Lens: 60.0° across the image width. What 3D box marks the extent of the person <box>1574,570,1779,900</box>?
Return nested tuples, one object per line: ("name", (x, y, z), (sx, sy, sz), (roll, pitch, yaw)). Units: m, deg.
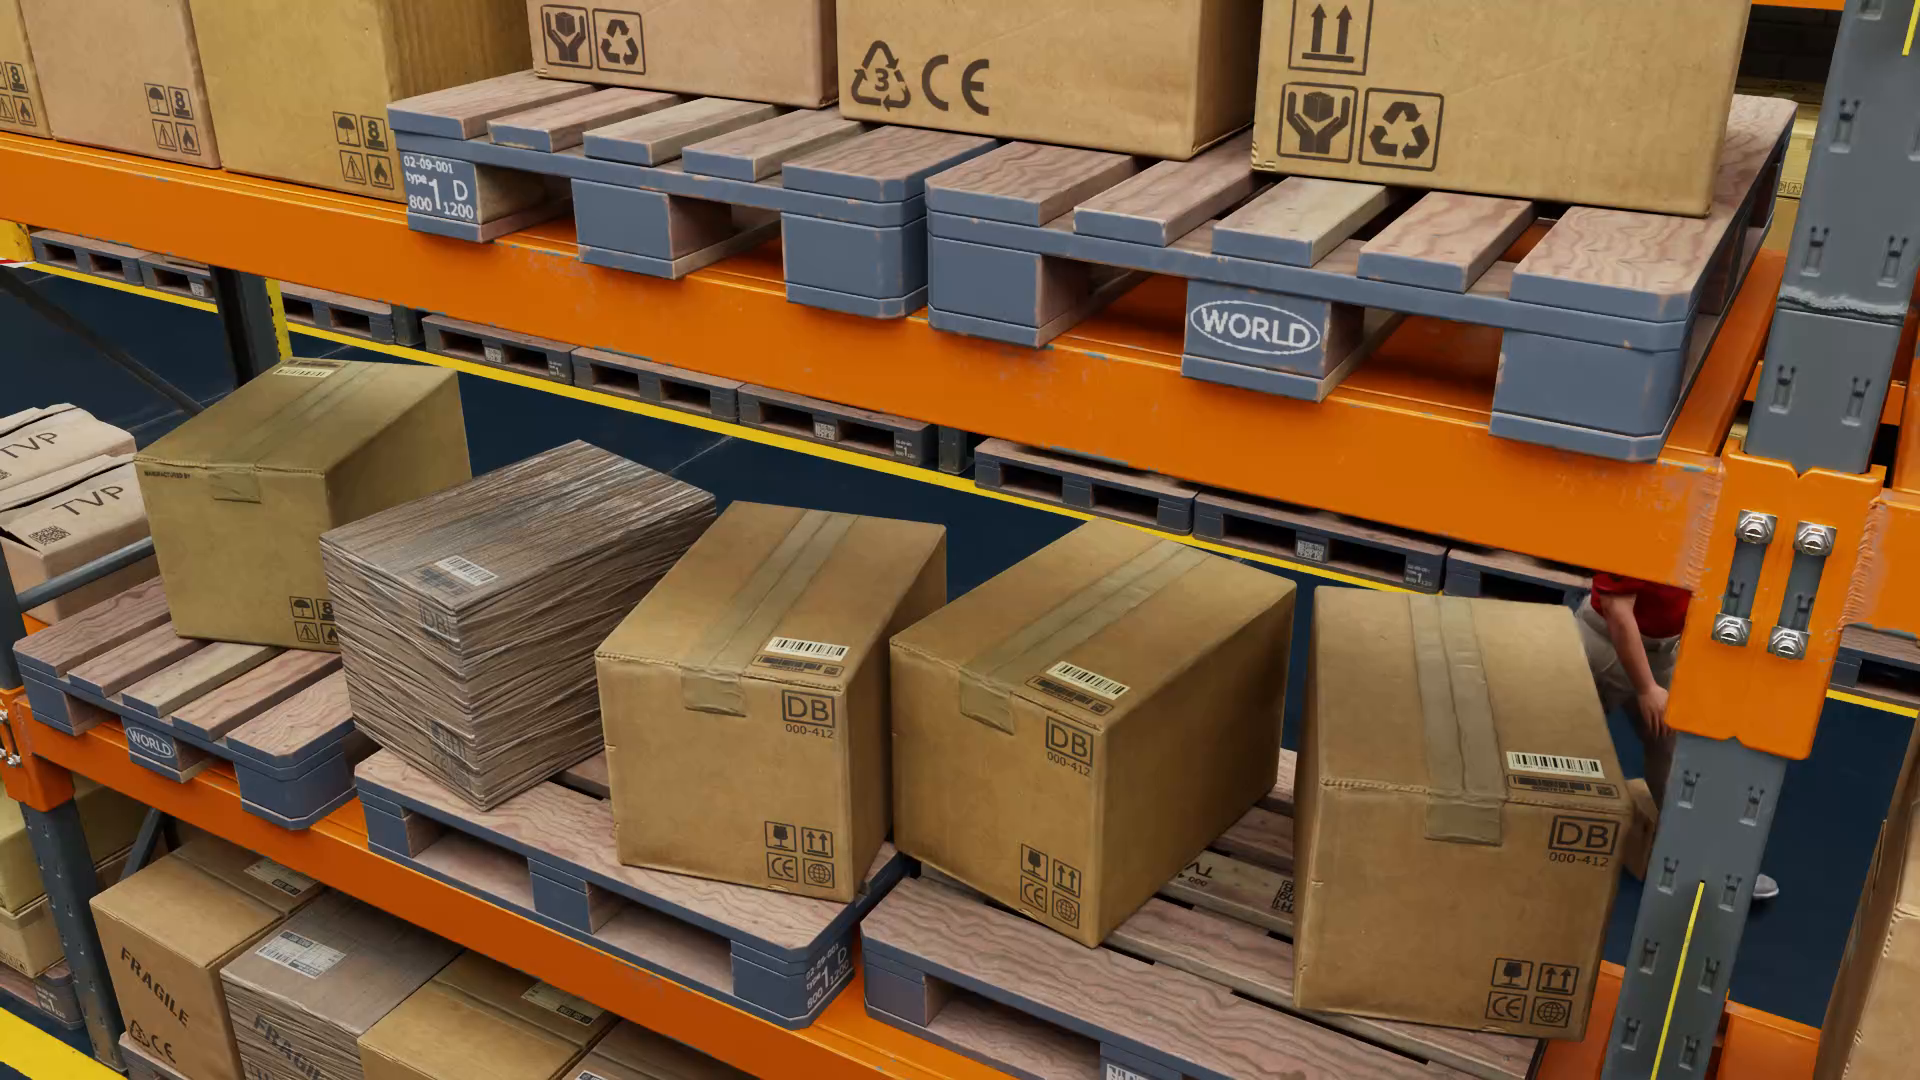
("person", (2.206, 0.367, 5.367), (1.046, 1.661, 0.559), (23, 35, 38))
